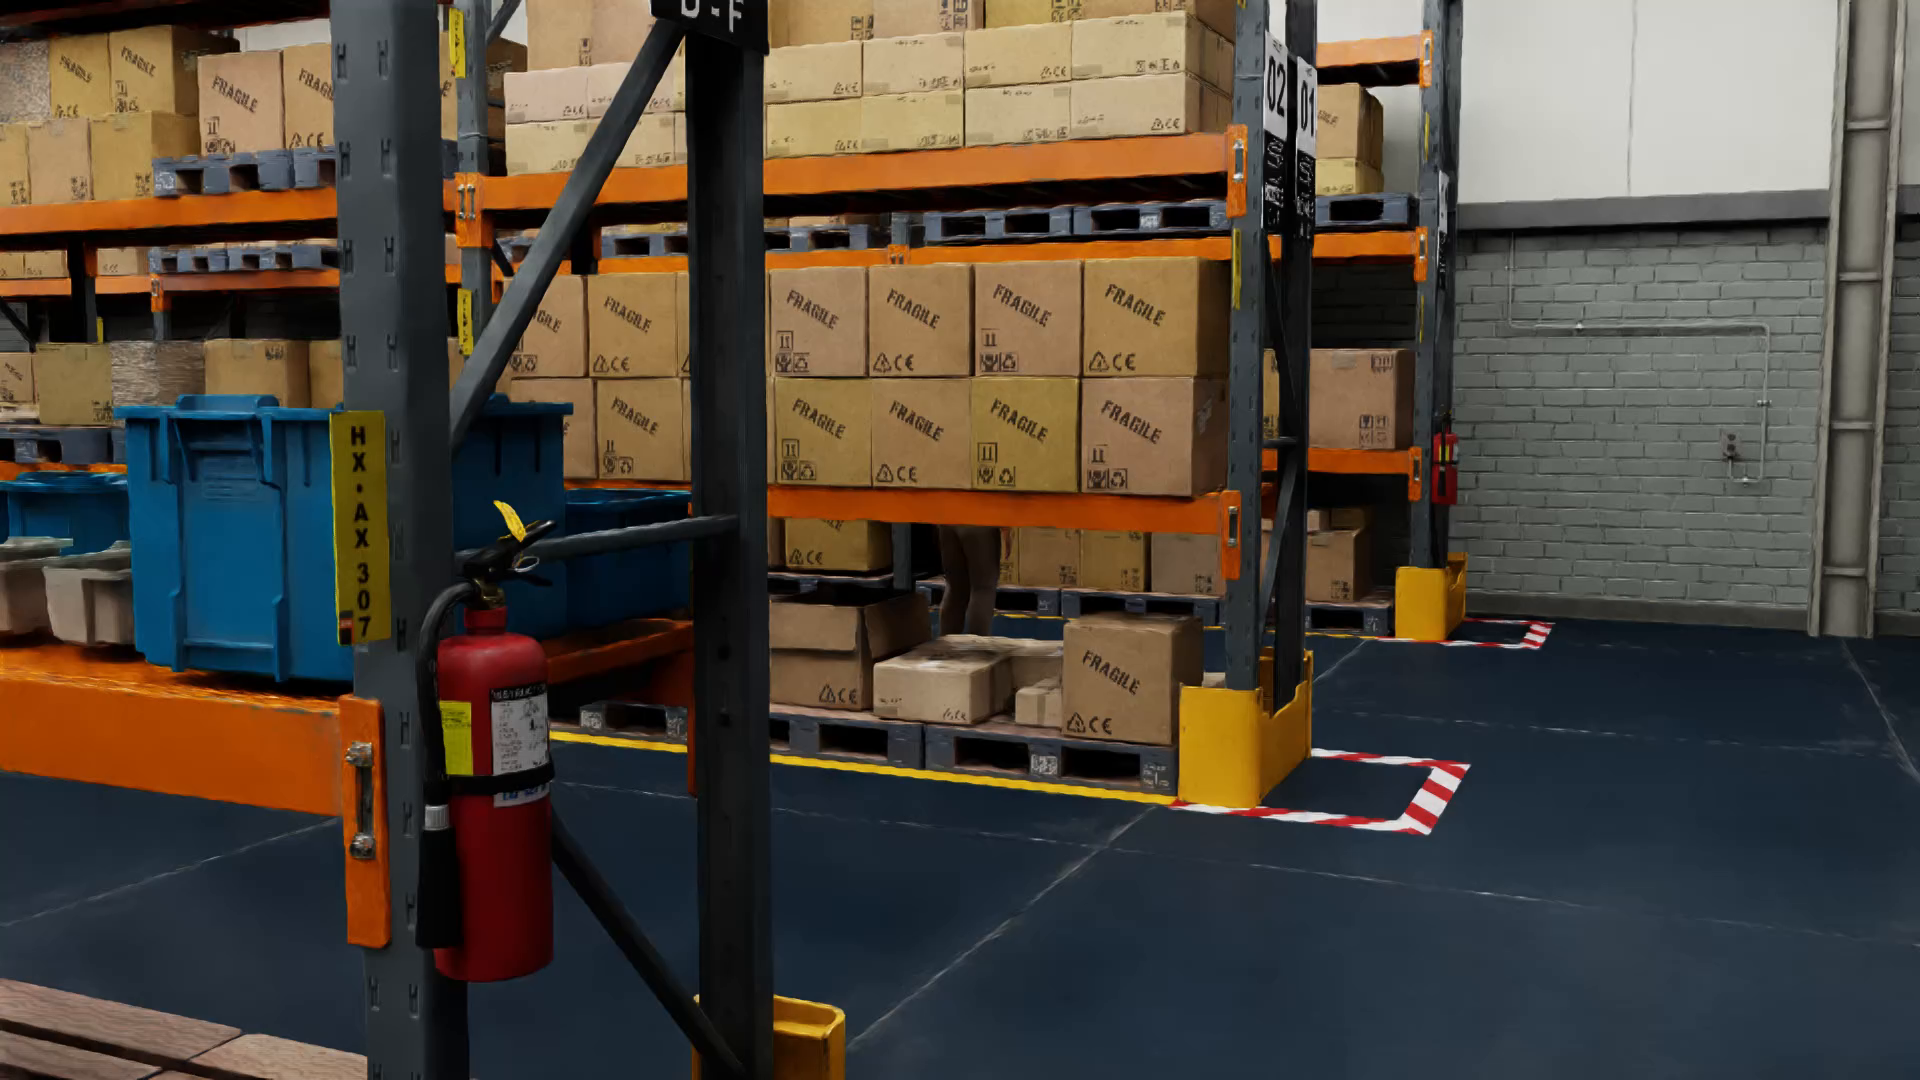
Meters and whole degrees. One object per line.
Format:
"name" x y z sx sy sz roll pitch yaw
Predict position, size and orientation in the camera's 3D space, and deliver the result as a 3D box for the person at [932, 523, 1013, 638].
"person" 0.073 -0.049 10.182 0.612 1.760 0.360 5 7 40
